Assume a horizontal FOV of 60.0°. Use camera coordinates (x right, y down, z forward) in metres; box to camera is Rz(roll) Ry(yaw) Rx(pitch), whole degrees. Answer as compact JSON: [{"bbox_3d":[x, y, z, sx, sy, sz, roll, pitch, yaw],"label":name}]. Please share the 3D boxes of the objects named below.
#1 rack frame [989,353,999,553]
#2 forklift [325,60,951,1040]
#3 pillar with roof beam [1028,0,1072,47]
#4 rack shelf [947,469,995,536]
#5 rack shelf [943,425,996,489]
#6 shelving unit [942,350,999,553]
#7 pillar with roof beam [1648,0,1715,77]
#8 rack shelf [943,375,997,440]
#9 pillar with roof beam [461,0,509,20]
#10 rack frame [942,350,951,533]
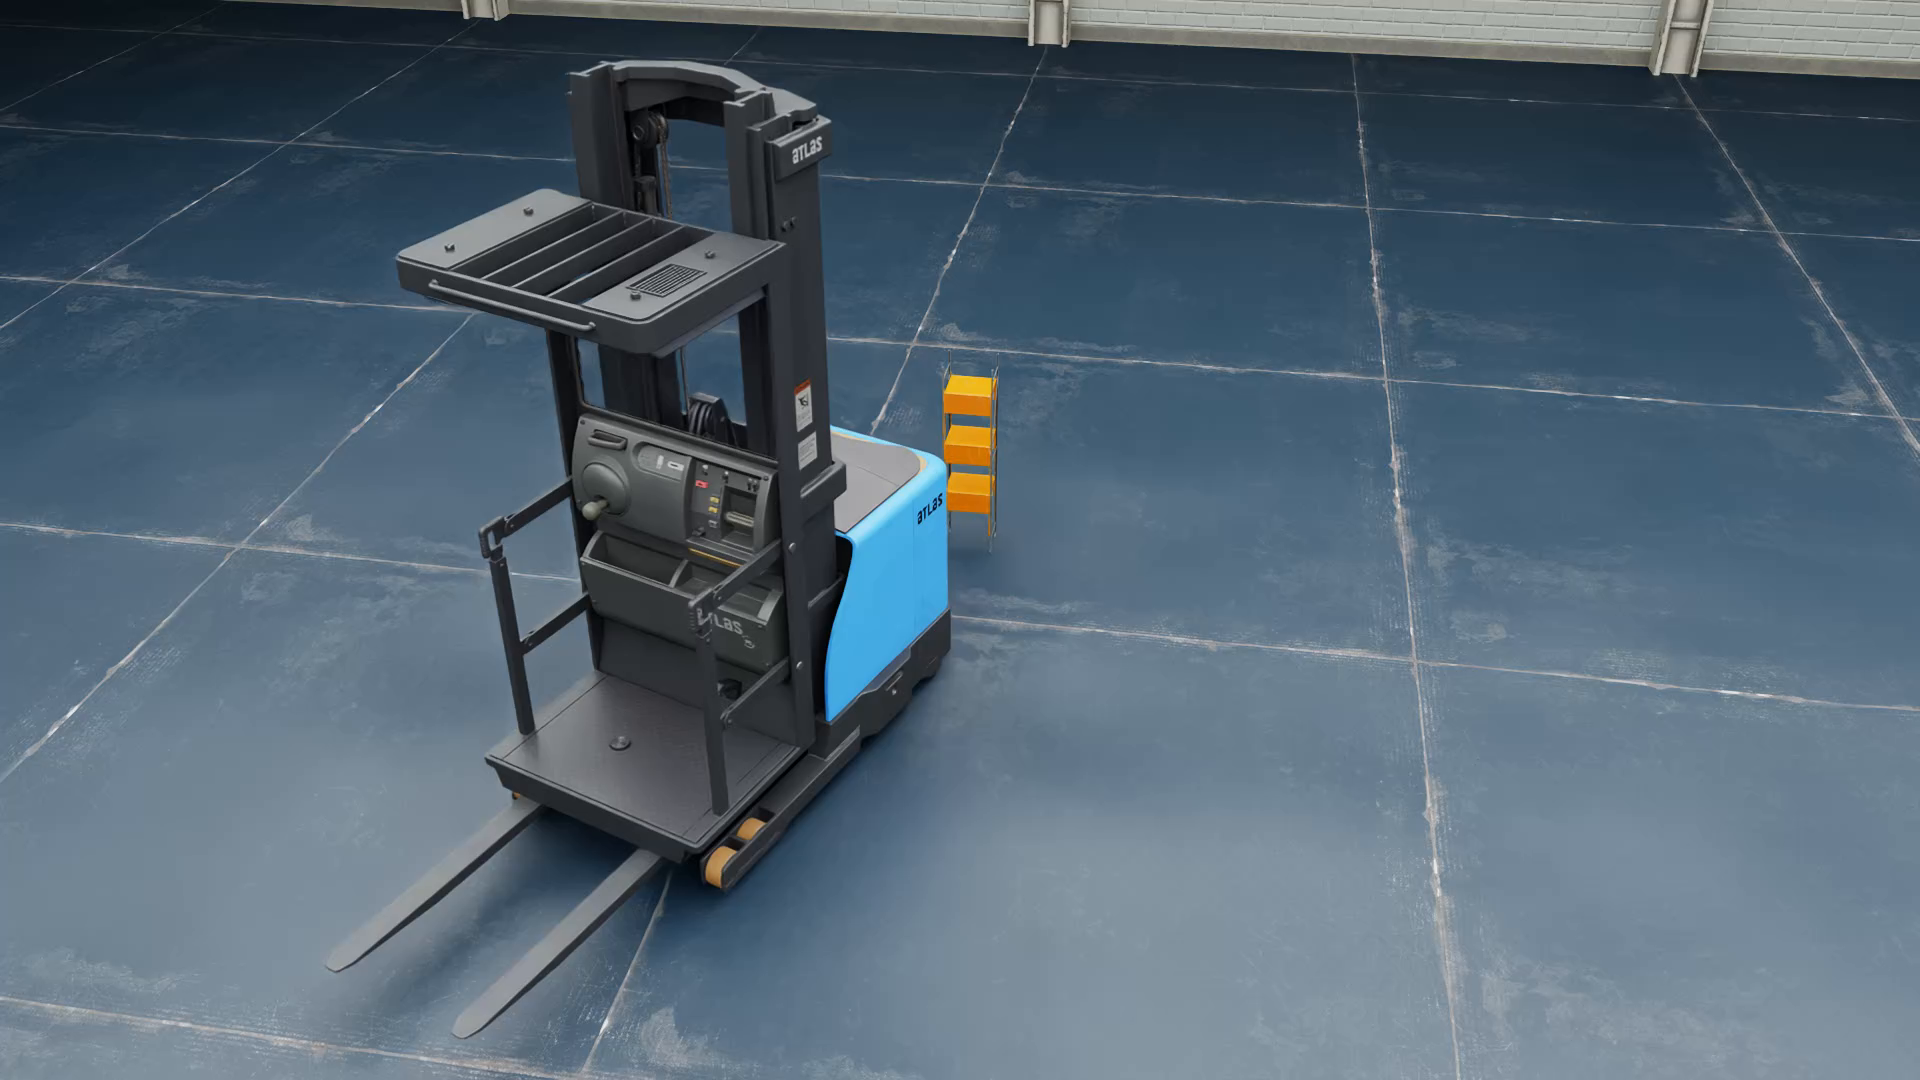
[{"bbox_3d":[0.173,-0.429,8.446,0.008,1.050,0.200,5,32,8],"label":"rack frame"},{"bbox_3d":[-1.215,-0.146,6.221,1.130,2.935,3.031,17,36,25],"label":"forklift"},{"bbox_3d":[0.177,-6.585,10.789,0.400,9.000,9.100,5,32,8],"label":"pillar with roof beam"},{"bbox_3d":[0.053,-0.196,8.617,0.240,0.259,0.215,5,32,8],"label":"rack shelf"},{"bbox_3d":[0.053,-0.431,8.469,0.240,0.259,0.215,5,32,8],"label":"rack shelf"},{"bbox_3d":[0.053,-0.440,8.464,0.252,1.050,0.215,5,32,8],"label":"shelving unit"},{"bbox_3d":[6.091,-6.050,9.934,0.400,9.000,9.100,5,32,8],"label":"pillar with roof beam"},{"bbox_3d":[0.053,-0.672,8.319,0.240,0.259,0.215,5,32,8],"label":"rack shelf"},{"bbox_3d":[-5.737,-7.121,11.645,0.400,9.000,9.100,5,32,8],"label":"pillar with roof beam"},{"bbox_3d":[-0.068,-0.451,8.481,0.008,1.050,0.200,5,32,8],"label":"rack frame"}]
